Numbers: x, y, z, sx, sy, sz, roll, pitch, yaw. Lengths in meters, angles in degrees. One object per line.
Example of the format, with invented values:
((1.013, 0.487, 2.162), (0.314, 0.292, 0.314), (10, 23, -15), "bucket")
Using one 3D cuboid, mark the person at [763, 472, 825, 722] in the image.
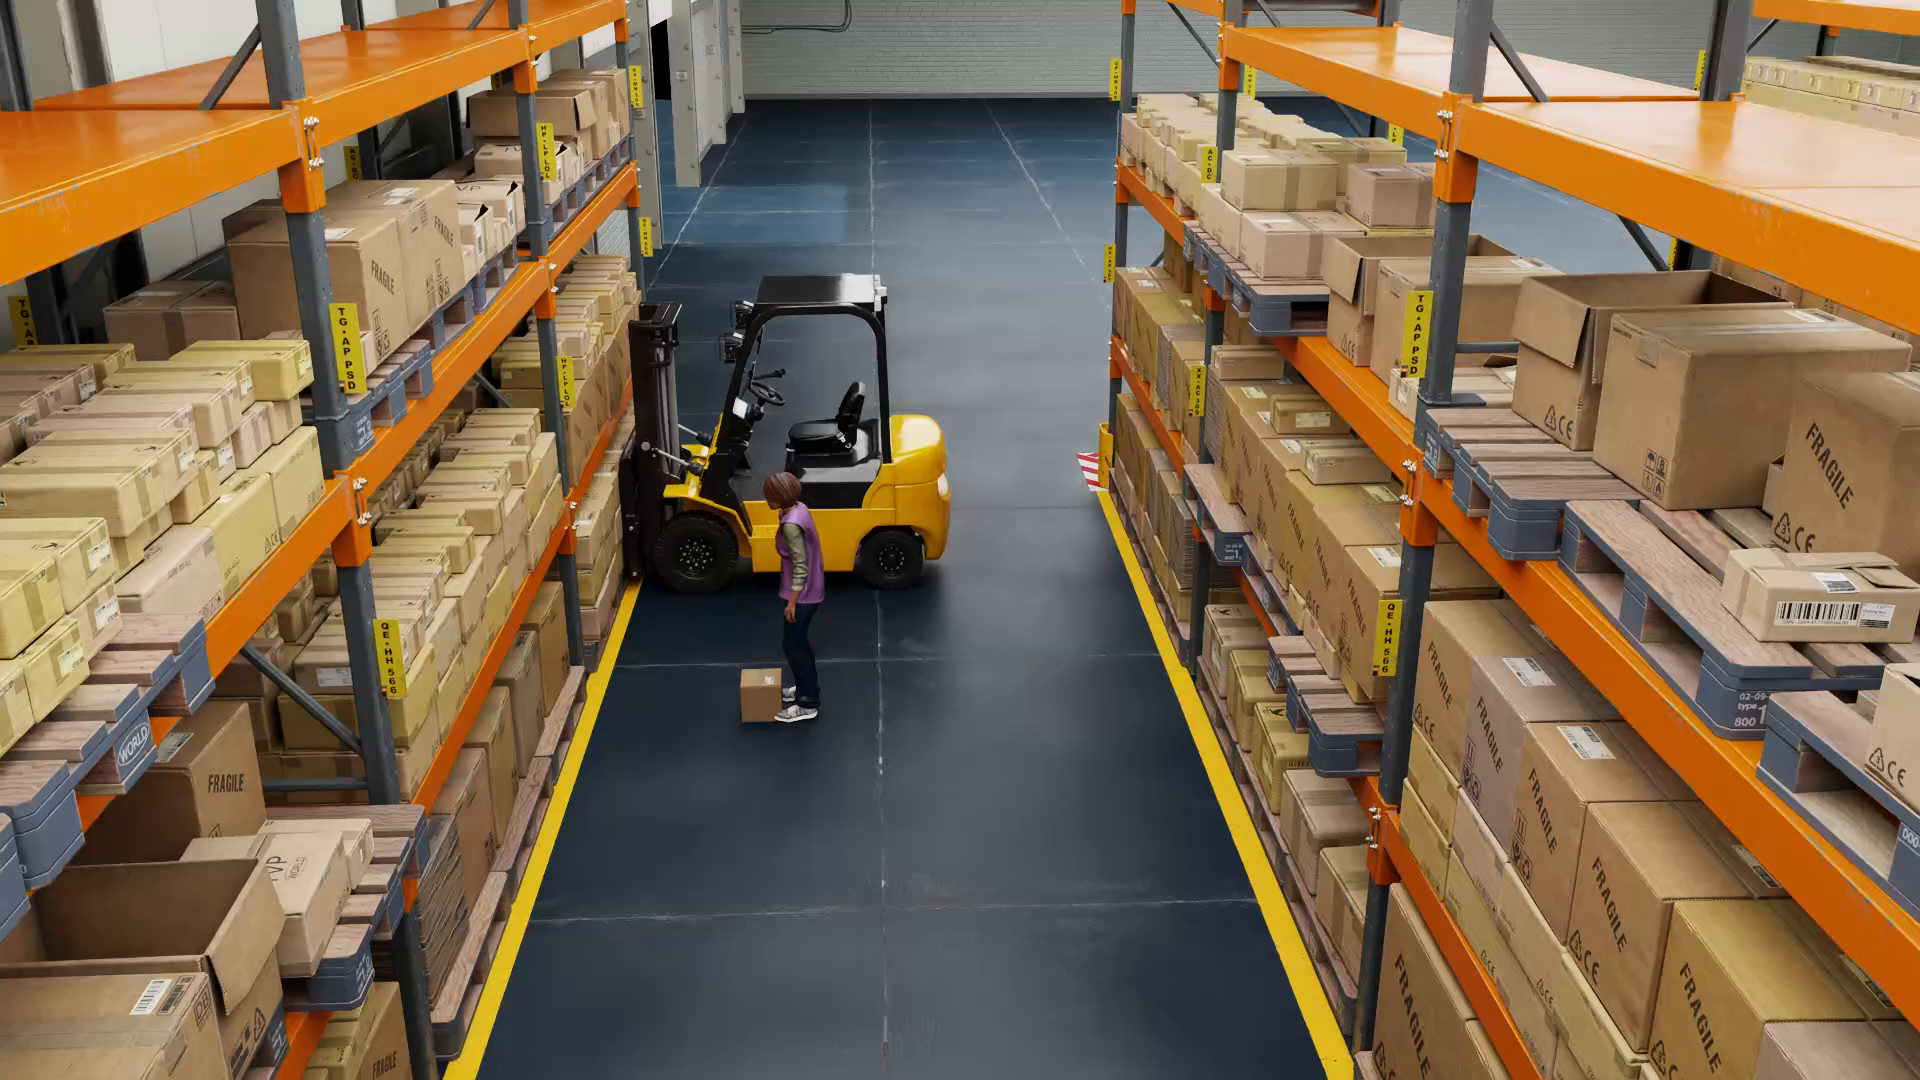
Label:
((-1.003, 0.337, 10.205), (0.349, 1.592, 0.467), (-1, 21, -3), "person")
